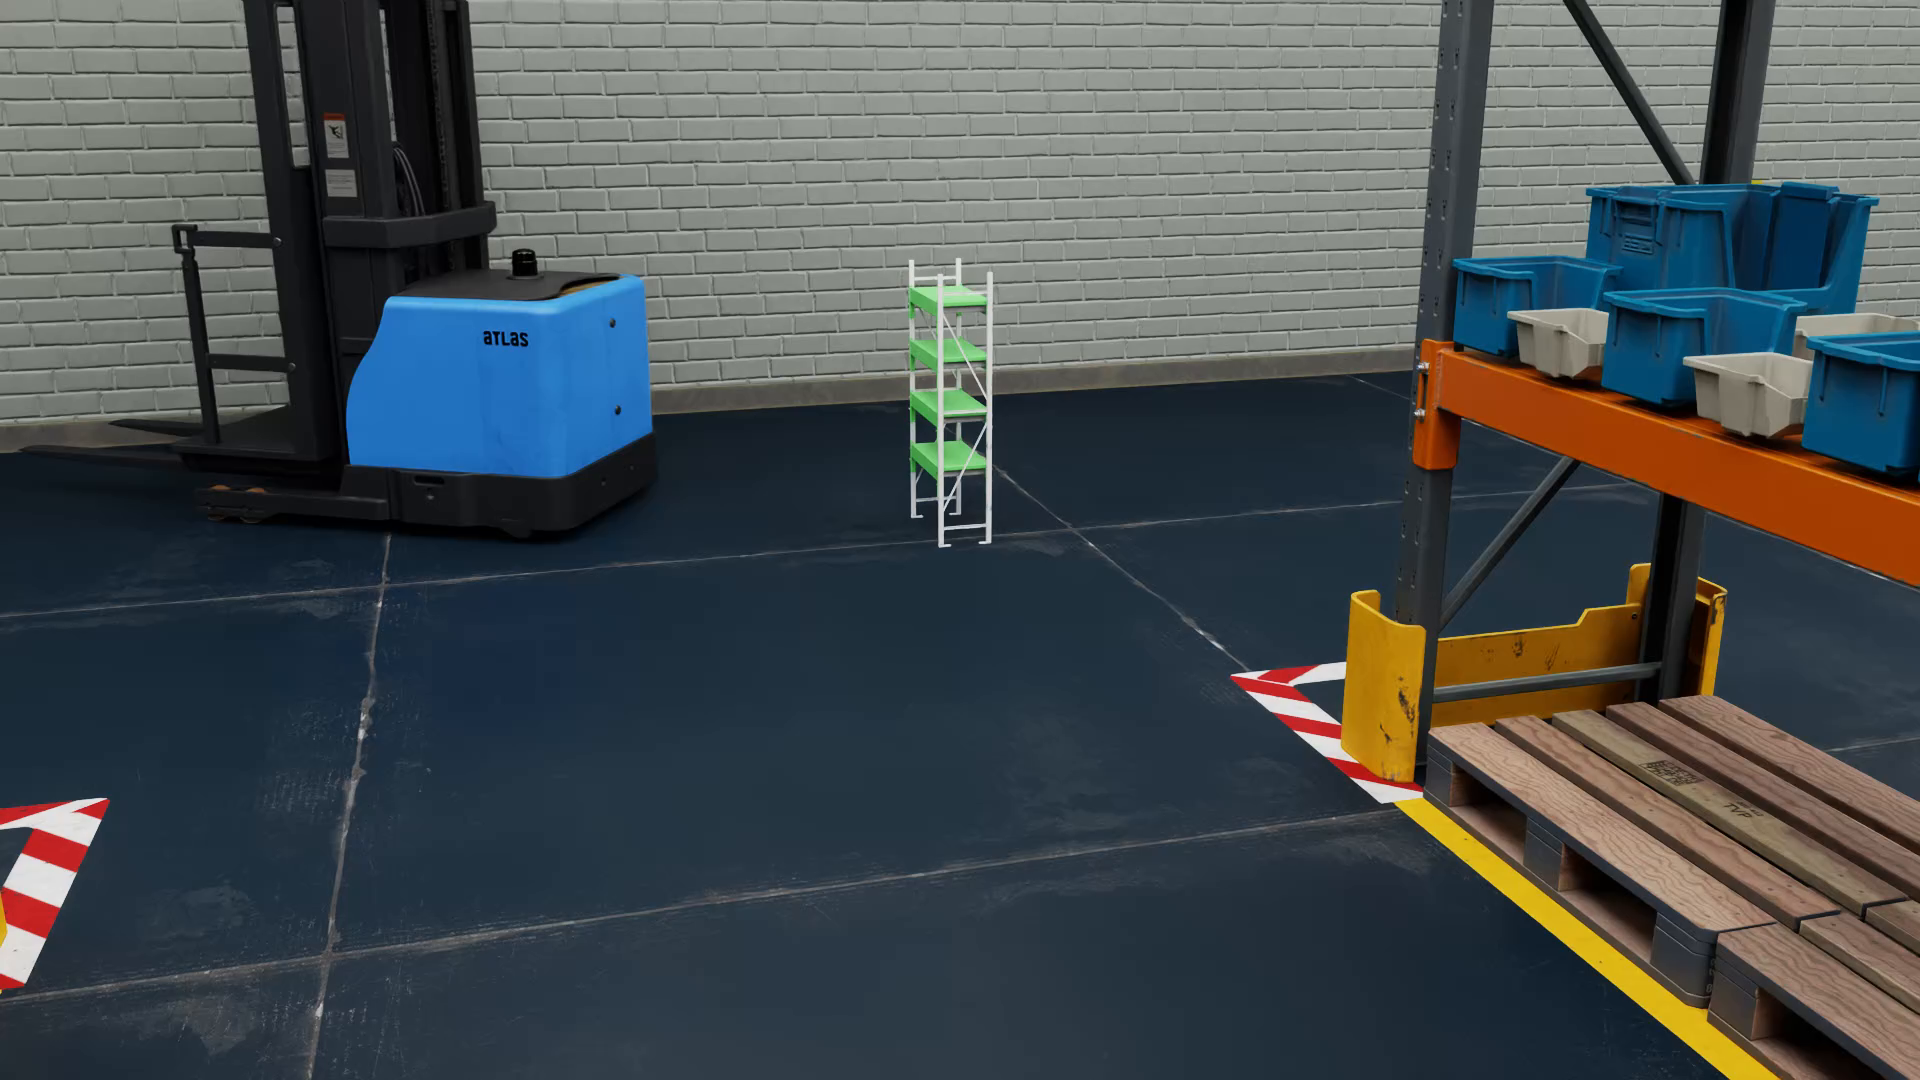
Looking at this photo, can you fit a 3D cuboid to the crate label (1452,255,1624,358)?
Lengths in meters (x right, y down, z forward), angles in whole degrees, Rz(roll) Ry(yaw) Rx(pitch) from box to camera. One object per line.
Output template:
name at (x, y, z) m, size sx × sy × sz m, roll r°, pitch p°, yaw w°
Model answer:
crate label at (1.571, -0.641, 4.558) m, size 0.416 × 0.233 × 0.303 m, roll -5°, pitch 17°, yaw -15°

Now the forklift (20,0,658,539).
forklift at (-3.065, -1.620, 7.749) m, size 3.031 × 2.935 × 1.130 m, roll 4°, pitch 17°, yaw 14°

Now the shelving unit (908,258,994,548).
shelving unit at (-0.045, -0.620, 7.432) m, size 0.258 × 1.200 × 0.503 m, roll -5°, pitch 17°, yaw -15°

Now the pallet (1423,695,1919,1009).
pallet at (2.009, 0.780, 4.488) m, size 1.003 × 0.211 × 1.213 m, roll -5°, pitch 17°, yaw -15°

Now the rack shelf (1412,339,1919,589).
rack shelf at (2.369, 0.111, 3.119) m, size 1.077 × 0.370 × 4.000 m, roll -5°, pitch 17°, yaw -15°

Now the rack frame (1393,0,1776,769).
rack frame at (1.820, -0.787, 4.857) m, size 1.000 × 3.000 × 0.127 m, roll -5°, pitch 17°, yaw -15°

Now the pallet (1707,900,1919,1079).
pallet at (2.341, 1.117, 3.367) m, size 1.003 × 0.211 × 1.213 m, roll -5°, pitch 17°, yaw -15°

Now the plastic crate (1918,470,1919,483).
plastic crate at (2.015, -0.194, 3.069) m, size 0.416 × 0.233 × 0.300 m, roll -5°, pitch 17°, yaw -15°

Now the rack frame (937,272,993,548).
rack frame at (0.022, -0.553, 7.207) m, size 0.240 × 1.200 × 0.015 m, roll -5°, pitch 17°, yaw -15°

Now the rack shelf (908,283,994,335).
rack shelf at (-0.045, -1.019, 7.312) m, size 0.258 × 0.148 × 0.480 m, roll -5°, pitch 17°, yaw -15°

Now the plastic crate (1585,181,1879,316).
plastic crate at (2.091, -0.754, 4.584) m, size 0.616 × 0.435 × 0.499 m, roll -5°, pitch 17°, yaw -15°

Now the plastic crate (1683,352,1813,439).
plastic crate at (1.766, -0.312, 3.630) m, size 0.250 × 0.136 × 0.298 m, roll -5°, pitch 17°, yaw -15°

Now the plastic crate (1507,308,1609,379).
plastic crate at (1.579, -0.499, 4.255) m, size 0.250 × 0.136 × 0.298 m, roll -5°, pitch 17°, yaw -15°

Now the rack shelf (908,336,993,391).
rack shelf at (-0.045, -0.789, 7.381) m, size 0.258 × 0.148 × 0.480 m, roll -5°, pitch 17°, yaw -15°

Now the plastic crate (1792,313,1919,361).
plastic crate at (2.218, -0.478, 4.183) m, size 0.396 × 0.136 × 0.243 m, roll -5°, pitch 17°, yaw -15°

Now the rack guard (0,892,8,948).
rack guard at (-2.923, 0.822, 3.846) m, size 1.175 × 0.500 × 0.348 m, roll -5°, pitch 17°, yaw -15°

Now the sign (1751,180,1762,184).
sign at (2.344, -0.913, 4.993) m, size 0.100 × 0.325 × 0.005 m, roll -5°, pitch 17°, yaw -15°

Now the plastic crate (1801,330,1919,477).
plastic crate at (1.933, -0.277, 3.346) m, size 0.416 × 0.233 × 0.300 m, roll -5°, pitch 17°, yaw -15°

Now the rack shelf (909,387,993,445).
rack shelf at (-0.045, -0.559, 7.450) m, size 0.258 × 0.148 × 0.480 m, roll -5°, pitch 17°, yaw -15°

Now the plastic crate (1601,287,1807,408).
plastic crate at (1.752, -0.459, 3.952) m, size 0.416 × 0.233 × 0.300 m, roll -5°, pitch 17°, yaw -15°

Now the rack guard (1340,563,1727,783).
rack guard at (1.801, 0.405, 5.235) m, size 1.175 × 0.500 × 0.348 m, roll -5°, pitch 17°, yaw -15°

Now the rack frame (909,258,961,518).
rack frame at (-0.113, -0.688, 7.657) m, size 0.240 × 1.200 × 0.015 m, roll -5°, pitch 17°, yaw -15°

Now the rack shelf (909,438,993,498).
rack shelf at (-0.045, -0.329, 7.519) m, size 0.258 × 0.148 × 0.480 m, roll -5°, pitch 17°, yaw -15°
